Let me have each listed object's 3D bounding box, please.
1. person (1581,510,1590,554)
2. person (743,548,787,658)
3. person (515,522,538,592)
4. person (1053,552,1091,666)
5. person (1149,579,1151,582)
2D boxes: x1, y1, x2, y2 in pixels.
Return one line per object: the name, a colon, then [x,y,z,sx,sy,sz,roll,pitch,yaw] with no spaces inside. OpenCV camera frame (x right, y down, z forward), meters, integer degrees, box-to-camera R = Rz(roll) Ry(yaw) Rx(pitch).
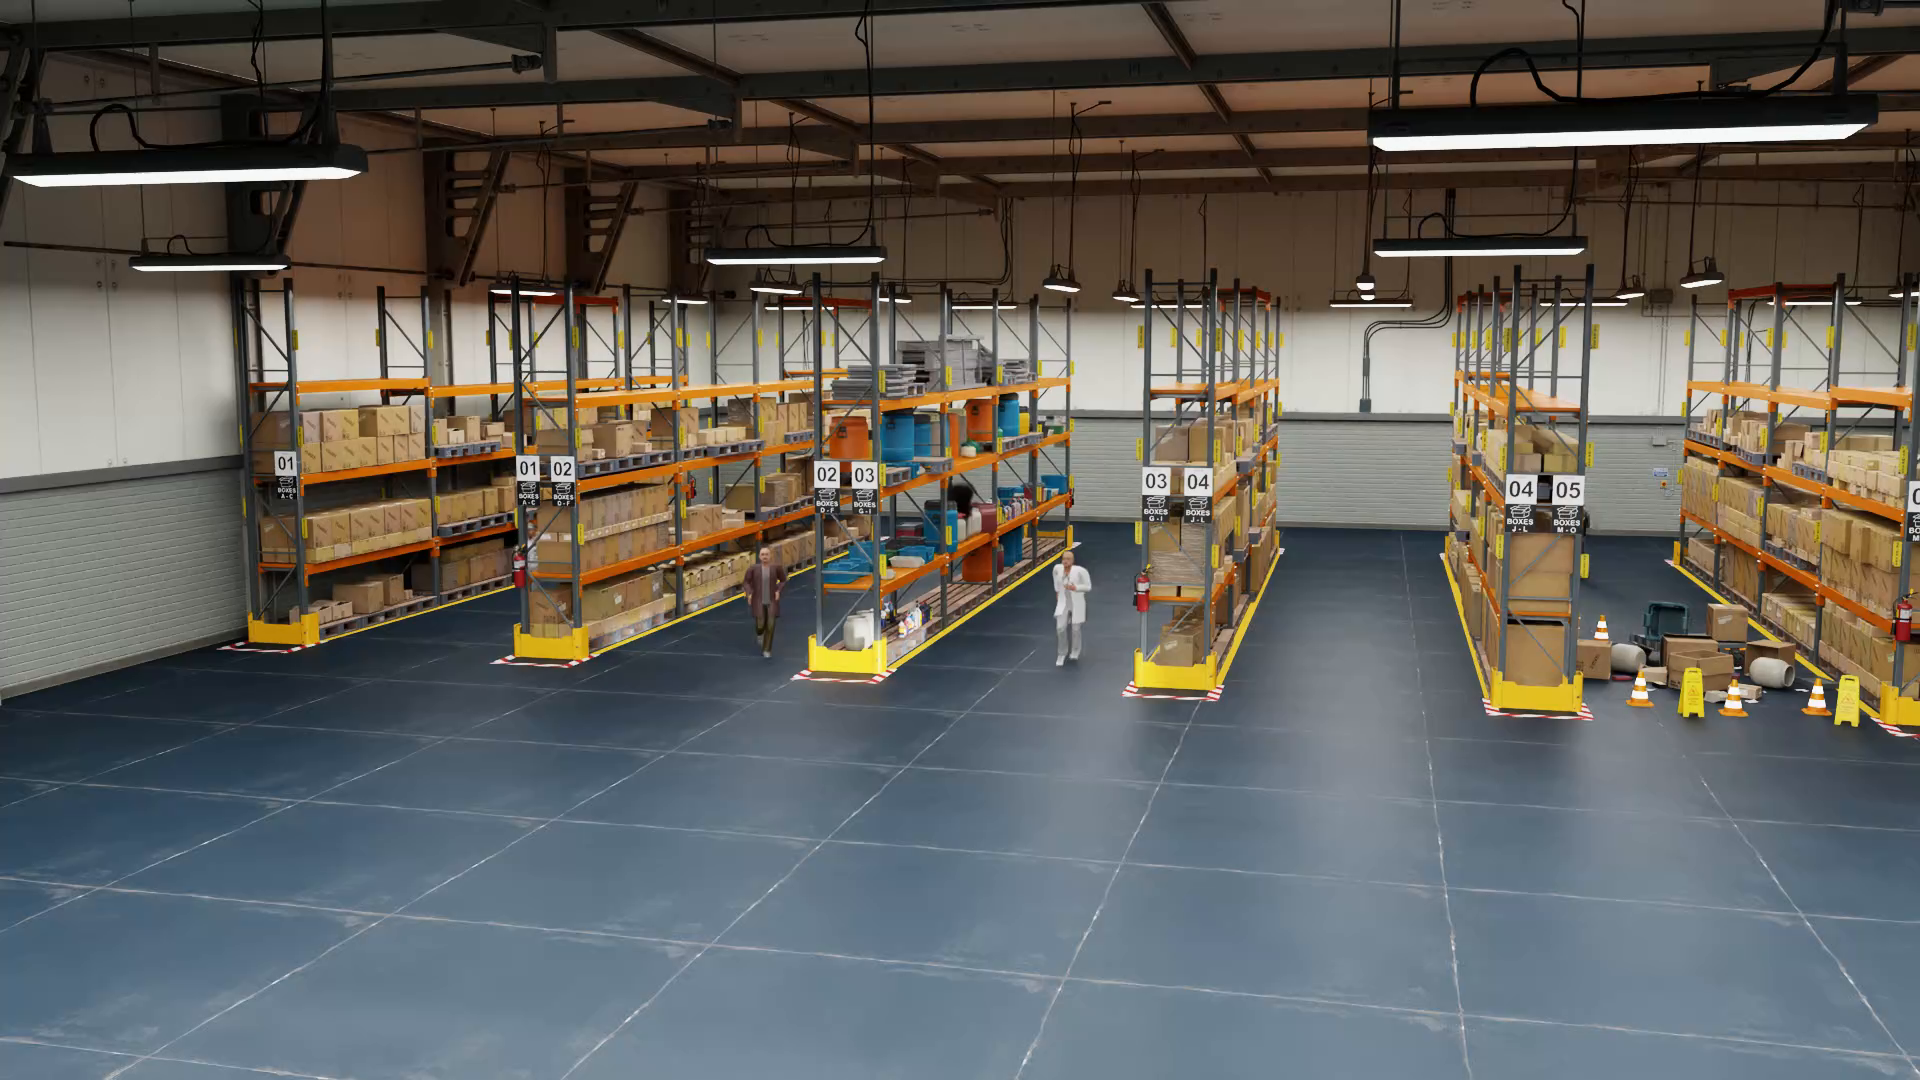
person: [12.997,-0.058,35.206,0.675,1.676,0.764,0,7,4]
person: [-3.093,0.985,26.448,0.708,1.732,0.680,-1,7,-10]
person: [-7.885,0.525,30.481,0.588,1.716,0.695,-1,7,-5]
person: [1.725,1.068,25.717,0.685,1.828,0.921,2,7,18]
person: [4.010,0.022,33.839,0.680,1.757,0.892,1,7,8]
